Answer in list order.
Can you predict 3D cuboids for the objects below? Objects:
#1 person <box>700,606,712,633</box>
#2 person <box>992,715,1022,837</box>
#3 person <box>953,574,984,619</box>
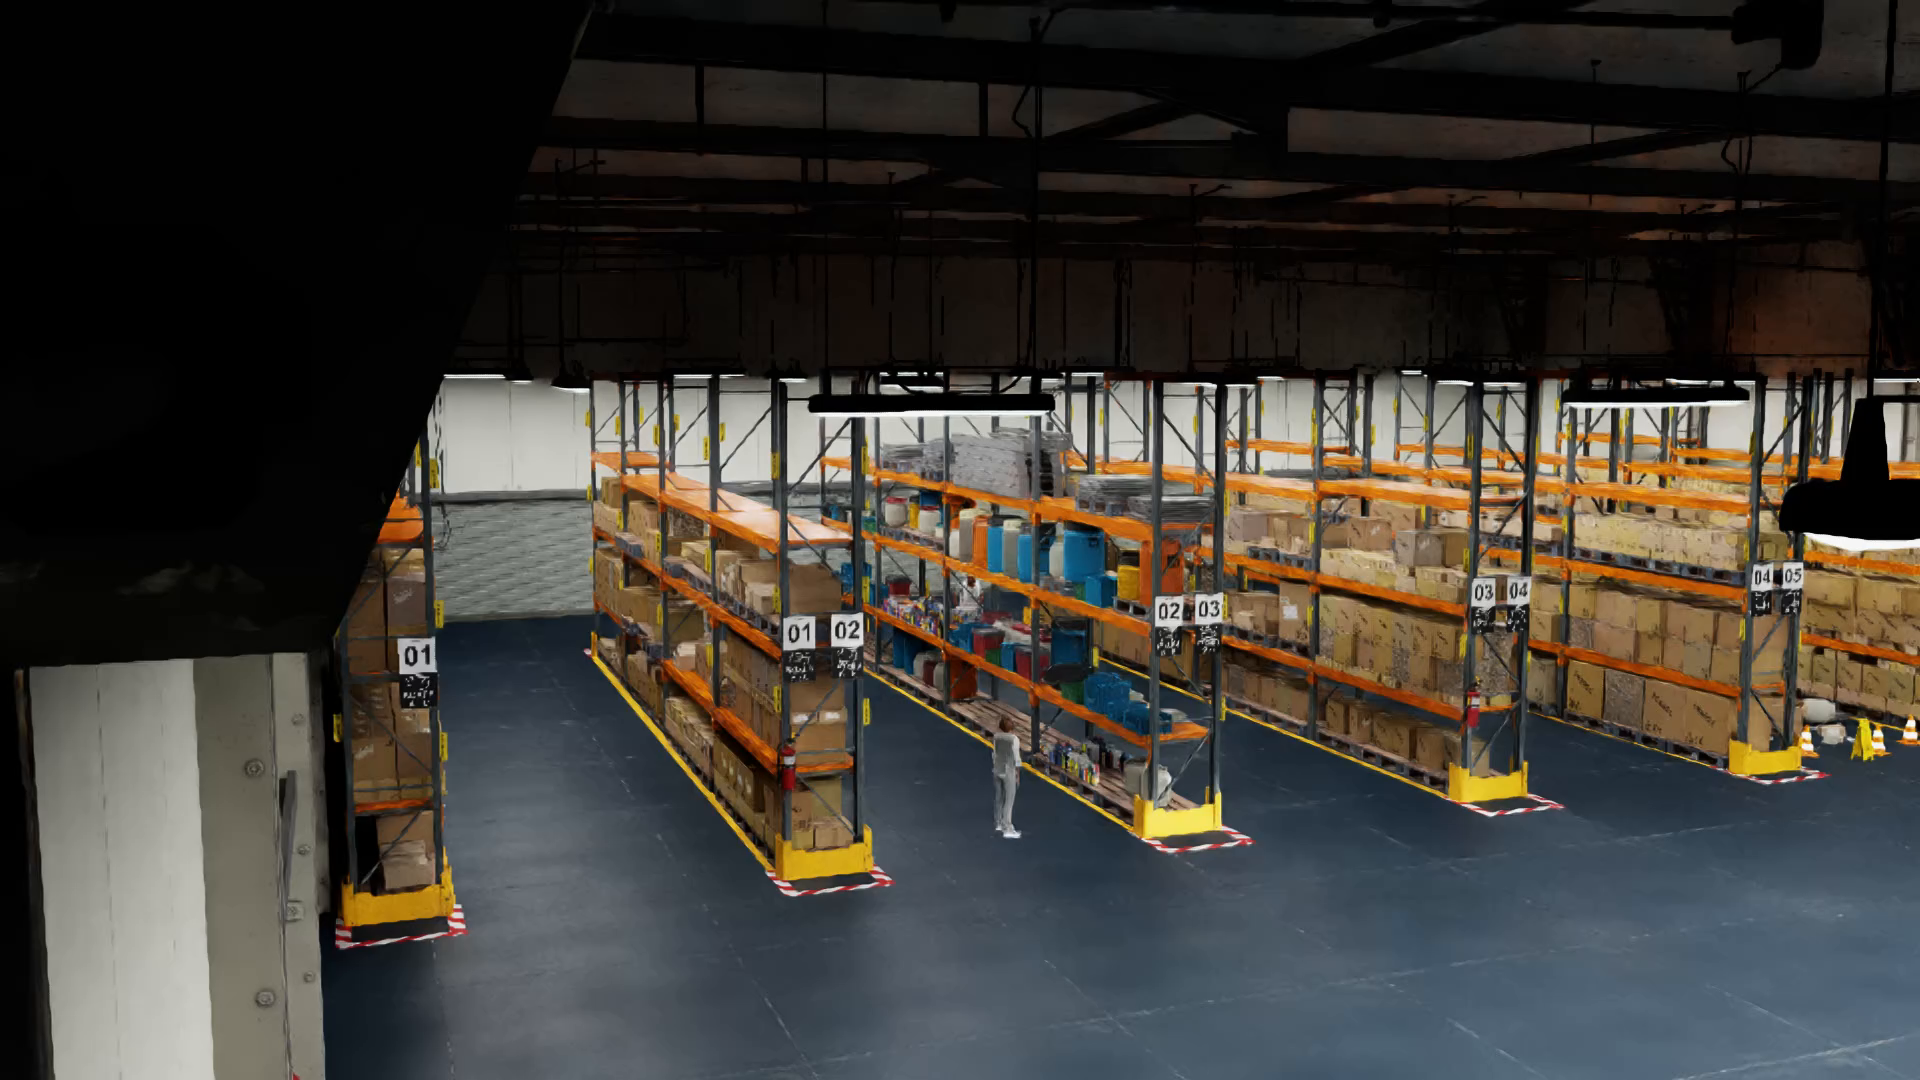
[{"bbox_3d":[-5.330,1.507,35.160,0.447,1.782,0.651,-1,6,-8],"label":"person"},{"bbox_3d":[0.620,3.087,21.888,0.468,1.600,0.406,5,8,39],"label":"person"},{"bbox_3d":[0.188,1.489,35.762,0.702,1.735,0.549,-3,7,-22],"label":"person"}]
